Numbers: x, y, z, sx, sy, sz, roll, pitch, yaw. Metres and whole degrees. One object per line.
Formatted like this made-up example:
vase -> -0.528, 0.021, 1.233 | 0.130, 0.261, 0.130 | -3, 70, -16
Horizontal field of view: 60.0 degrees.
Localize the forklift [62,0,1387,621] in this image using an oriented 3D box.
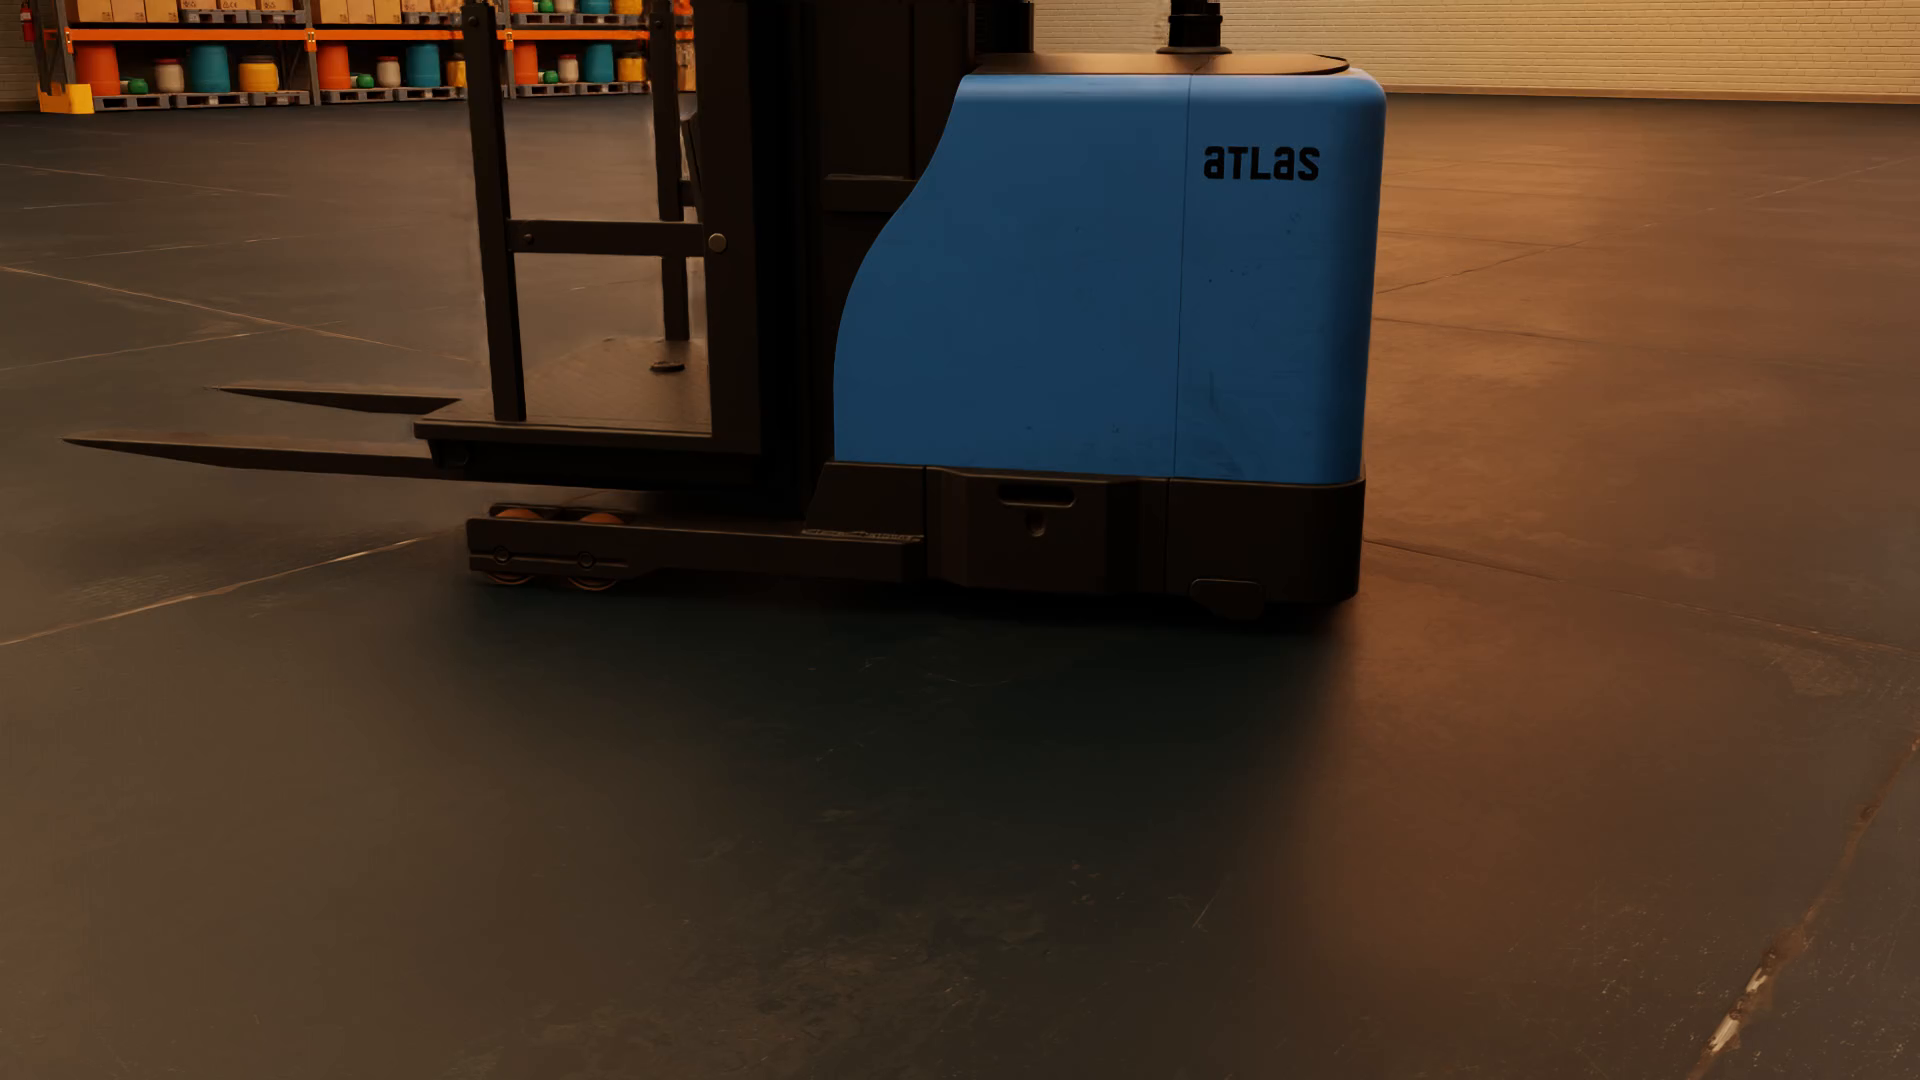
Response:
forklift -> -0.598, -1.438, 3.633 | 3.031, 2.935, 1.130 | 3, 17, 11
